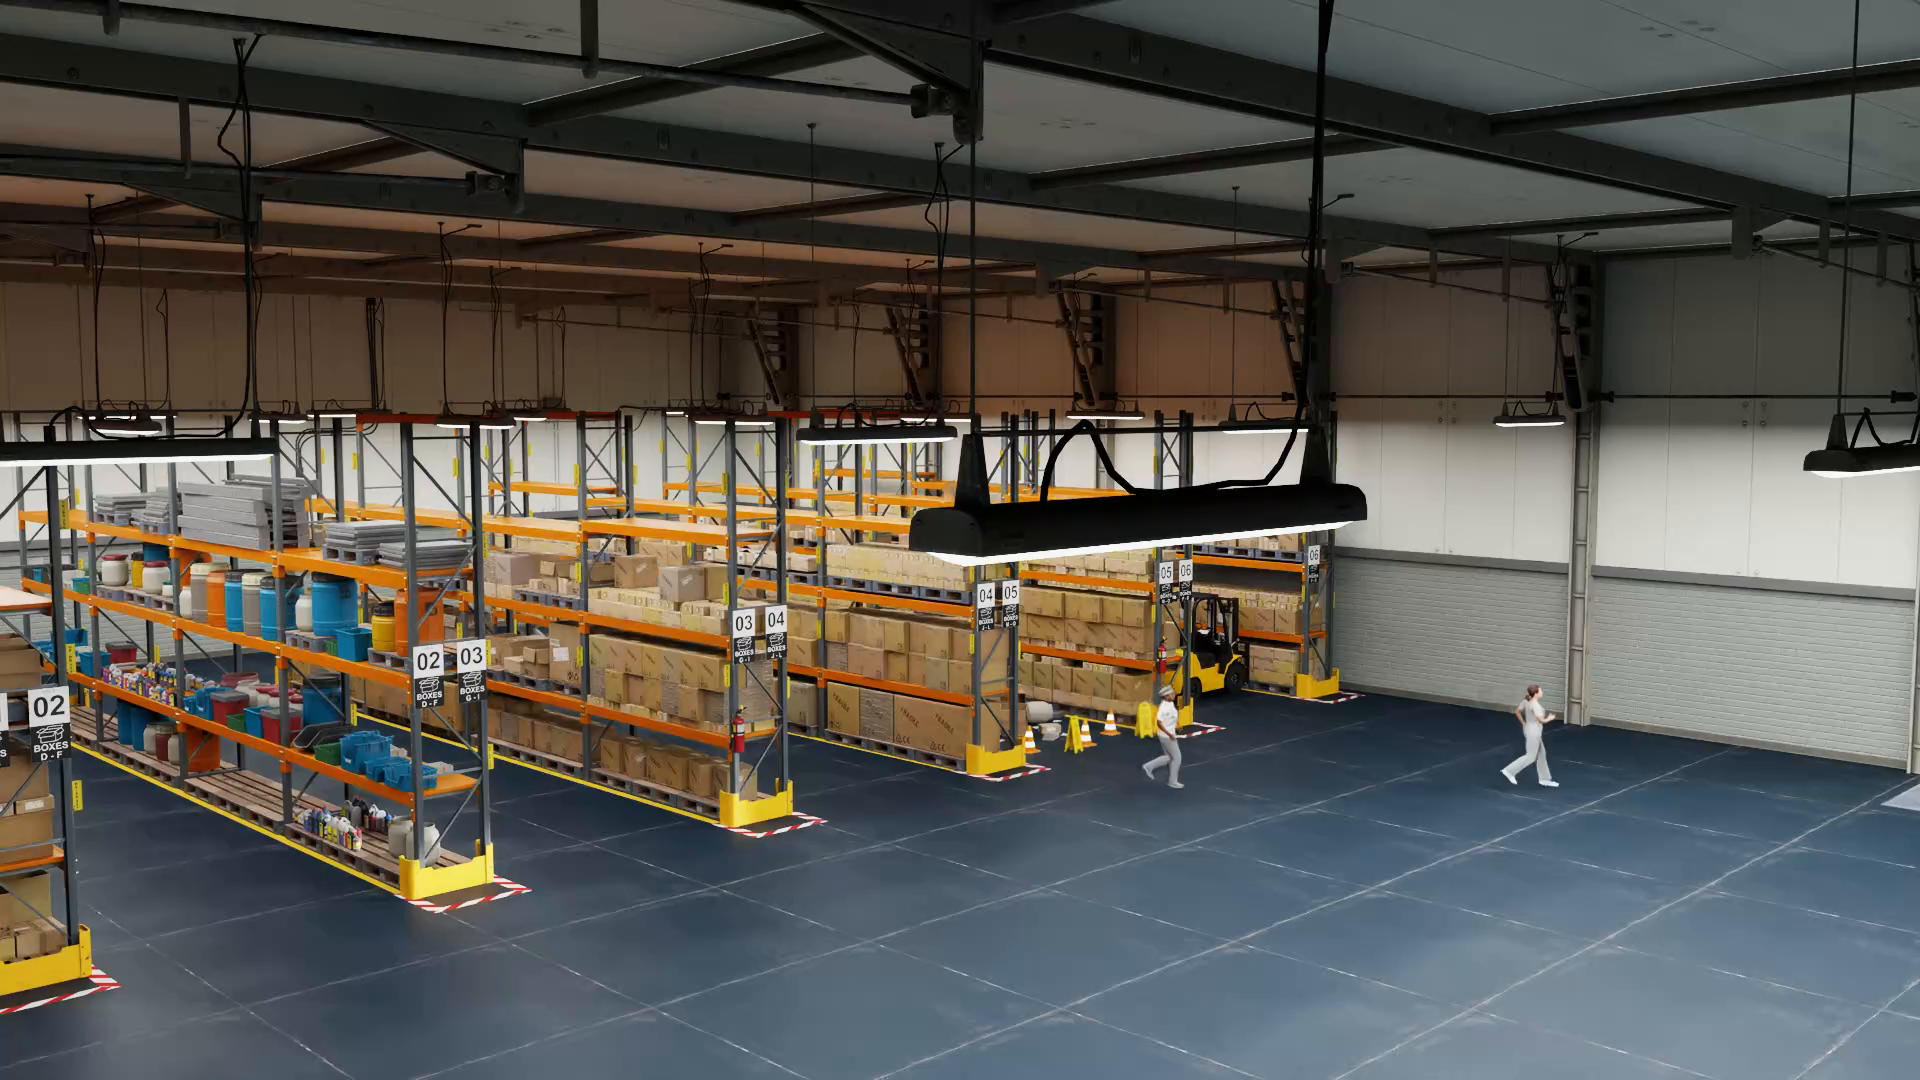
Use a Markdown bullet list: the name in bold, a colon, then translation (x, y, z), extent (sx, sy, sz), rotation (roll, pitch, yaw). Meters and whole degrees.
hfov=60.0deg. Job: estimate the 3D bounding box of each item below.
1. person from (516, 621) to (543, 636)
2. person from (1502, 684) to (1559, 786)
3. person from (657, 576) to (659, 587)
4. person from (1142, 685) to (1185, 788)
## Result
- **person**: translation (-10.653, 1.908, 40.969), extent (0.863, 1.806, 0.765), rotation (1, 5, 9)
- **person**: translation (9.212, 3.147, 26.796), extent (0.918, 1.662, 0.584), rotation (0, 5, 1)
- **person**: translation (-7.976, 1.705, 44.126), extent (0.604, 1.635, 0.633), rotation (-1, 5, -7)
- **person**: translation (3.299, 3.171, 26.914), extent (0.693, 1.692, 0.576), rotation (1, 5, 8)
